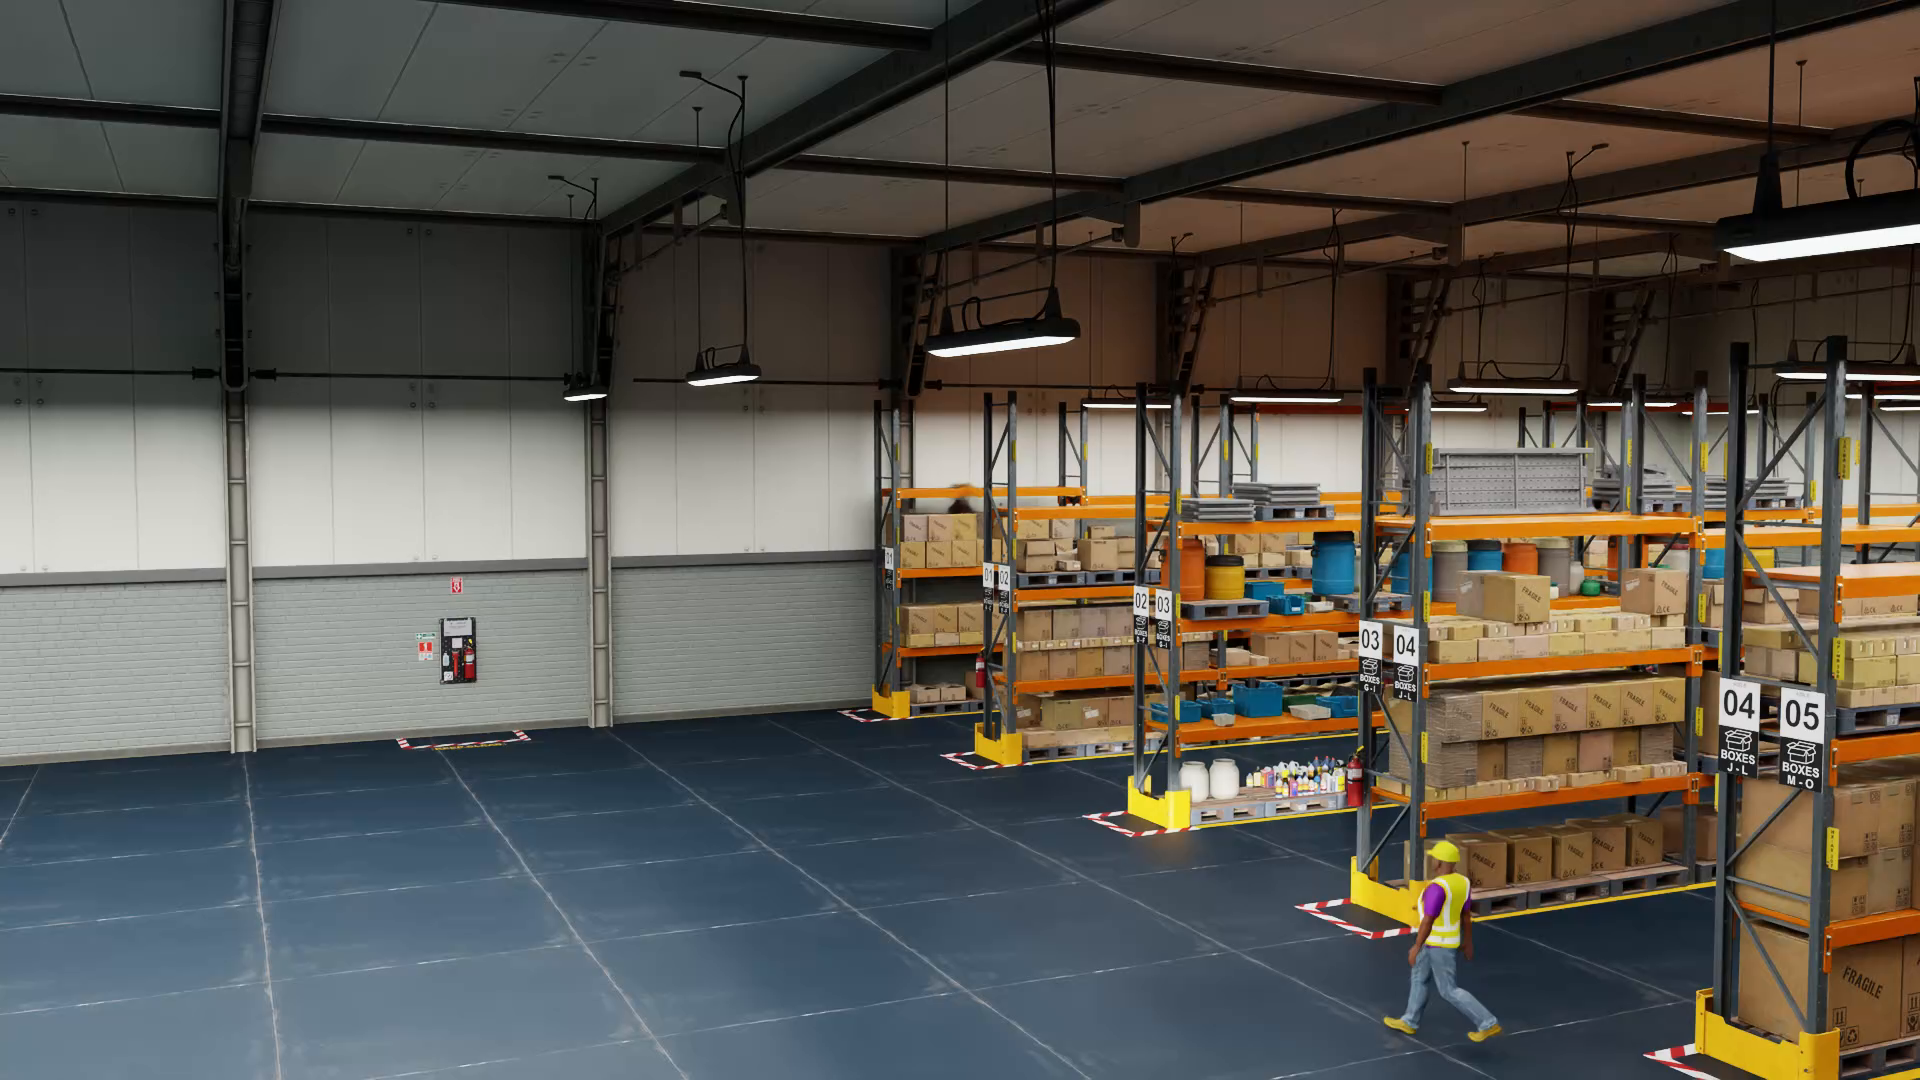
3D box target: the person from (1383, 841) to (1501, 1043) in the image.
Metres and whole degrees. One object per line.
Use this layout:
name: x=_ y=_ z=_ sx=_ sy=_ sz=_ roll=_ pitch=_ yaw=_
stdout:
person: x=4.147 y=3.467 z=14.310 sx=1.003 sy=1.740 sz=0.517 roll=1 pitch=4 yaw=20
